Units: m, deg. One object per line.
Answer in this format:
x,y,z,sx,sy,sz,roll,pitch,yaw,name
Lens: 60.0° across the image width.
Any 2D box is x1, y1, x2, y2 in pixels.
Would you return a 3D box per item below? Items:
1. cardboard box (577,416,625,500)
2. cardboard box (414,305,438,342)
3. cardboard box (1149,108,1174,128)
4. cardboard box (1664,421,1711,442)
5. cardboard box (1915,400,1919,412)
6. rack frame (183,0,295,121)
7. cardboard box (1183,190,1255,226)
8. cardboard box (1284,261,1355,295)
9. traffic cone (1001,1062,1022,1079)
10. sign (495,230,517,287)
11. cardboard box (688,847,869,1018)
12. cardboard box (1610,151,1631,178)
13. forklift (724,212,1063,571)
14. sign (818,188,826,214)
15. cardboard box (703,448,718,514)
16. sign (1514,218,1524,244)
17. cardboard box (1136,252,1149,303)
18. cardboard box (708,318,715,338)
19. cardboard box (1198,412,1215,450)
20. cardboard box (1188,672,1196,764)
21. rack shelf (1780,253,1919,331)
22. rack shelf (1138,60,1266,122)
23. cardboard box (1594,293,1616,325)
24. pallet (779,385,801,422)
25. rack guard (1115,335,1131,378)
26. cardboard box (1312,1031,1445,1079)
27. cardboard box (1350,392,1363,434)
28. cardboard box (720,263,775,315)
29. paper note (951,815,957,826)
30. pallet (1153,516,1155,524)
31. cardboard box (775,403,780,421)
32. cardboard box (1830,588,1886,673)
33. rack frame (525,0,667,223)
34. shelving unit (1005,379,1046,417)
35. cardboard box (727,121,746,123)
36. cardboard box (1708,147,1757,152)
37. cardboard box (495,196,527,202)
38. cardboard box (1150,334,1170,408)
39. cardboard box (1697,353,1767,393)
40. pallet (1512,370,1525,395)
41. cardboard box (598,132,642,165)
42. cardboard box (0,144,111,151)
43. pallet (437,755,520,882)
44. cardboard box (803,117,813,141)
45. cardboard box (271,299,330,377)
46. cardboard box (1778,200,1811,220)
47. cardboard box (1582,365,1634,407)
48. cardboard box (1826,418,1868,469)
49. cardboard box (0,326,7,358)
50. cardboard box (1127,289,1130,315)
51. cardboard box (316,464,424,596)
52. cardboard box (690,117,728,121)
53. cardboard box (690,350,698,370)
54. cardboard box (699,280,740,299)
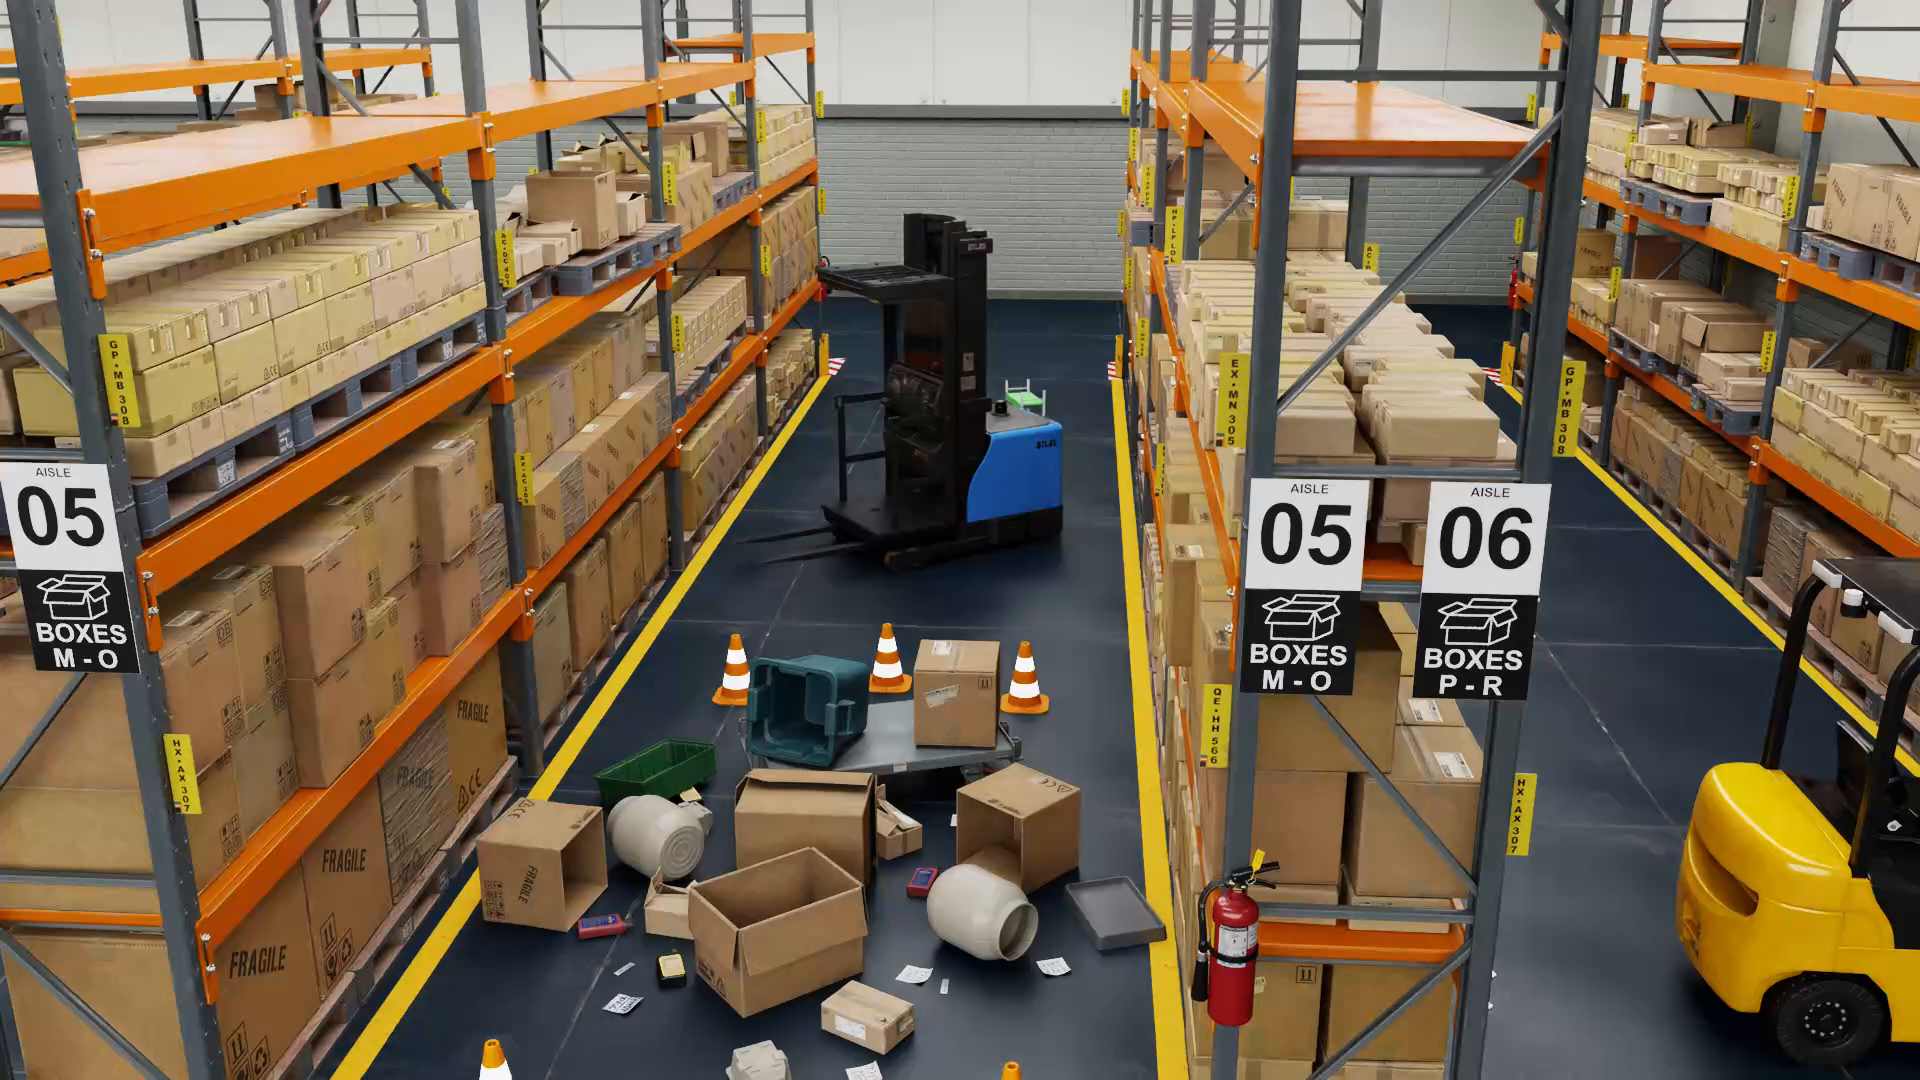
-2.764,-0.604,12.114,0.500,0.500,0.500,2,18,5,cardboard box
-2.942,-1.124,8.614,0.380,0.149,0.250,1,18,4,cardboard box
2.402,-4.476,18.274,0.797,0.503,0.637,3,18,8,cardboard box
6.966,-1.032,15.882,0.380,0.149,0.250,2,18,6,cardboard box
7.149,-0.913,12.016,0.380,0.149,0.250,1,18,4,cardboard box
-7.548,-5.407,17.298,1.000,3.000,0.127,1,18,4,rack frame
1.729,-2.141,10.914,0.500,0.250,0.500,2,18,5,cardboard box
1.958,-1.432,9.107,0.380,0.149,0.250,2,18,5,cardboard box
0.221,2.436,7.074,0.336,0.463,0.334,1,18,4,traffic cone
-2.627,-1.626,9.620,0.100,0.325,0.005,1,18,4,sign
-0.923,1.977,8.409,0.797,0.503,0.637,-13,22,-34,cardboard box
7.073,-3.876,17.207,0.500,0.250,0.500,1,18,4,cardboard box
-0.584,-1.314,14.553,3.031,2.935,1.130,-11,21,-29,forklift
-1.769,-4.338,21.304,0.100,0.325,0.005,1,18,4,sign
-2.557,-0.553,15.461,0.500,0.500,0.500,1,18,5,cardboard box
7.034,-3.891,20.916,0.100,0.325,0.005,1,18,4,sign
2.010,-2.568,16.504,0.500,0.500,0.500,1,18,4,cardboard box
-2.553,-2.022,15.856,0.380,0.149,0.250,2,18,6,cardboard box
1.289,-0.509,7.571,0.380,0.149,0.250,1,18,3,cardboard box
1.321,0.718,7.603,0.500,0.500,0.500,1,18,4,cardboard box
6.858,-1.445,11.181,1.077,0.370,4.000,1,18,4,rack shelf
2.194,-4.032,14.902,1.077,0.370,4.000,1,18,4,rack shelf
7.081,-2.459,17.699,0.500,0.250,0.500,2,18,5,cardboard box
-2.510,-1.678,20.031,1.003,0.211,1.213,1,18,4,pallet
2.625,-2.396,21.761,1.175,0.500,0.348,1,18,4,rack guard
1.810,2.255,7.292,0.500,0.250,0.500,1,18,3,cardboard box
1.824,-0.409,6.628,0.500,0.250,0.500,1,18,3,cardboard box
-2.321,-2.751,18.189,0.500,0.500,0.500,1,18,3,cardboard box
0.024,1.688,10.051,0.148,0.019,0.142,1,18,4,paper note
2.182,-0.010,14.942,1.003,0.211,1.213,1,18,4,pallet
-2.242,-1.447,18.753,0.380,0.149,0.250,2,18,6,cardboard box
6.856,0.552,11.887,0.875,0.625,0.625,1,18,2,cardboard box
-2.894,-4.022,13.073,1.000,3.000,0.127,1,18,4,rack frame
0.624,-0.907,16.092,0.258,1.200,0.503,-5,19,-15,shelving unit
-2.331,-4.443,17.972,0.380,0.149,0.250,1,18,3,cardboard box
7.378,-3.665,15.892,0.380,0.149,0.250,1,18,3,cardboard box
-3.202,-2.397,12.337,0.500,0.250,0.500,2,18,5,cardboard box
1.787,-1.346,13.228,0.500,0.500,0.500,1,18,2,cardboard box
6.754,-1.446,14.411,0.500,0.250,0.500,0,18,1,cardboard box
7.513,-1.871,20.621,1.003,0.211,1.213,1,18,4,pallet
-3.053,-3.539,15.027,0.396,0.266,0.258,1,18,4,cardboard box
-7.862,-3.179,14.476,0.797,0.503,0.637,2,18,7,cardboard box
-3.314,1.631,9.935,1.003,0.211,1.213,1,18,4,pallet
-2.100,-5.099,20.615,0.500,0.250,0.500,1,18,2,cardboard box
-3.107,-0.888,7.253,0.500,0.250,0.500,1,18,3,cardboard box
6.787,-2.642,13.278,0.380,0.149,0.250,2,18,5,cardboard box
7.262,-1.704,18.973,0.700,0.500,0.500,1,18,2,cardboard box
6.633,-0.699,12.004,0.500,0.250,0.500,1,18,3,cardboard box
-3.782,-0.731,6.134,0.380,0.149,0.250,1,18,4,cardboard box
2.168,-2.848,18.964,0.500,0.500,0.500,1,18,3,cardboard box
-3.341,-0.062,8.645,0.875,0.550,0.550,1,18,4,cardboard box
-2.791,-4.622,18.519,0.380,0.149,0.250,1,18,2,cardboard box
-2.605,-1.637,15.157,0.380,0.149,0.250,2,18,6,cardboard box
-2.460,-2.564,17.031,0.380,0.149,0.250,1,18,2,cardboard box
